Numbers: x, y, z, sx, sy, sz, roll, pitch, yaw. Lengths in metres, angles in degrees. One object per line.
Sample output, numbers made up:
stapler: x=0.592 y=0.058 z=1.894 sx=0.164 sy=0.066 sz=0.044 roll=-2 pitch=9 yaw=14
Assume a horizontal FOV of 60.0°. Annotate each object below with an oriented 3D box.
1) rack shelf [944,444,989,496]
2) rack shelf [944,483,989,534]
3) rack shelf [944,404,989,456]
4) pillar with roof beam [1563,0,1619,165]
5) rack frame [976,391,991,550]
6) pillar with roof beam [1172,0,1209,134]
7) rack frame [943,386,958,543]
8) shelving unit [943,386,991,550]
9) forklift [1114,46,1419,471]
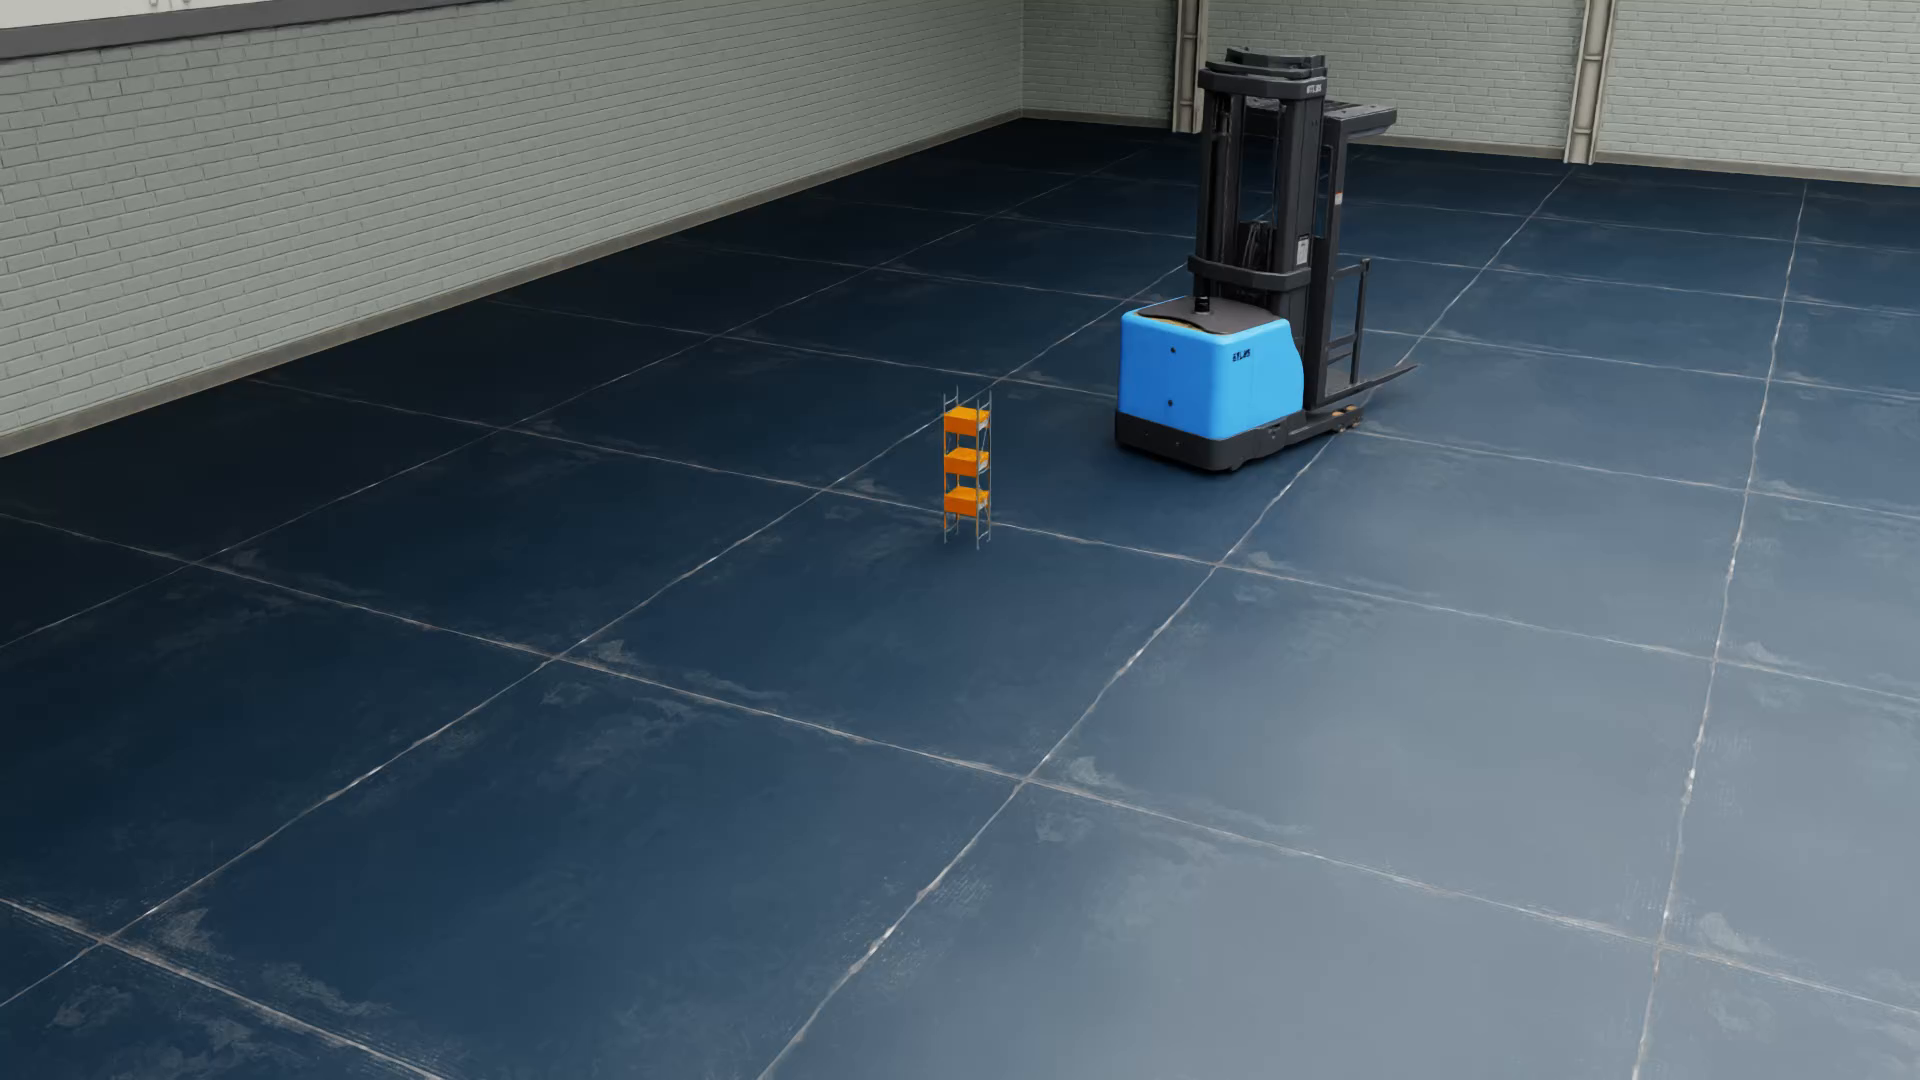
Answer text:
rack shelf: x=0.048 y=-0.464 z=11.026 sx=0.240 sy=0.259 sz=0.215 roll=11 pitch=25 yaw=25
rack shelf: x=0.048 y=-0.208 z=11.135 sx=0.240 sy=0.259 sz=0.215 roll=11 pitch=25 yaw=25
rack shelf: x=0.048 y=-0.725 z=10.915 sx=0.240 sy=0.259 sz=0.215 roll=11 pitch=25 yaw=25
pillar with roof beam: x=7.046 y=-8.124 z=18.853 sx=0.400 sy=9.000 sz=9.100 roll=11 pitch=25 yaw=25
rack frame: x=0.157 y=-0.452 z=10.972 sx=0.008 sy=1.050 sz=0.200 roll=11 pitch=25 yaw=25
pillar with roof beam: x=1.691 y=-9.183 z=21.345 sx=0.400 sy=9.000 sz=9.100 roll=11 pitch=25 yaw=25
rack frame: x=-0.061 y=-0.495 z=11.073 sx=0.008 sy=1.050 sz=0.200 roll=11 pitch=25 yaw=25
shelving unit: x=0.048 y=-0.474 z=11.022 sx=0.252 sy=1.050 sz=0.215 roll=11 pitch=25 yaw=25
forklift: x=2.608 y=-2.337 z=13.000 sx=3.031 sy=2.935 sz=1.130 roll=-21 pitch=31 yaw=-40
